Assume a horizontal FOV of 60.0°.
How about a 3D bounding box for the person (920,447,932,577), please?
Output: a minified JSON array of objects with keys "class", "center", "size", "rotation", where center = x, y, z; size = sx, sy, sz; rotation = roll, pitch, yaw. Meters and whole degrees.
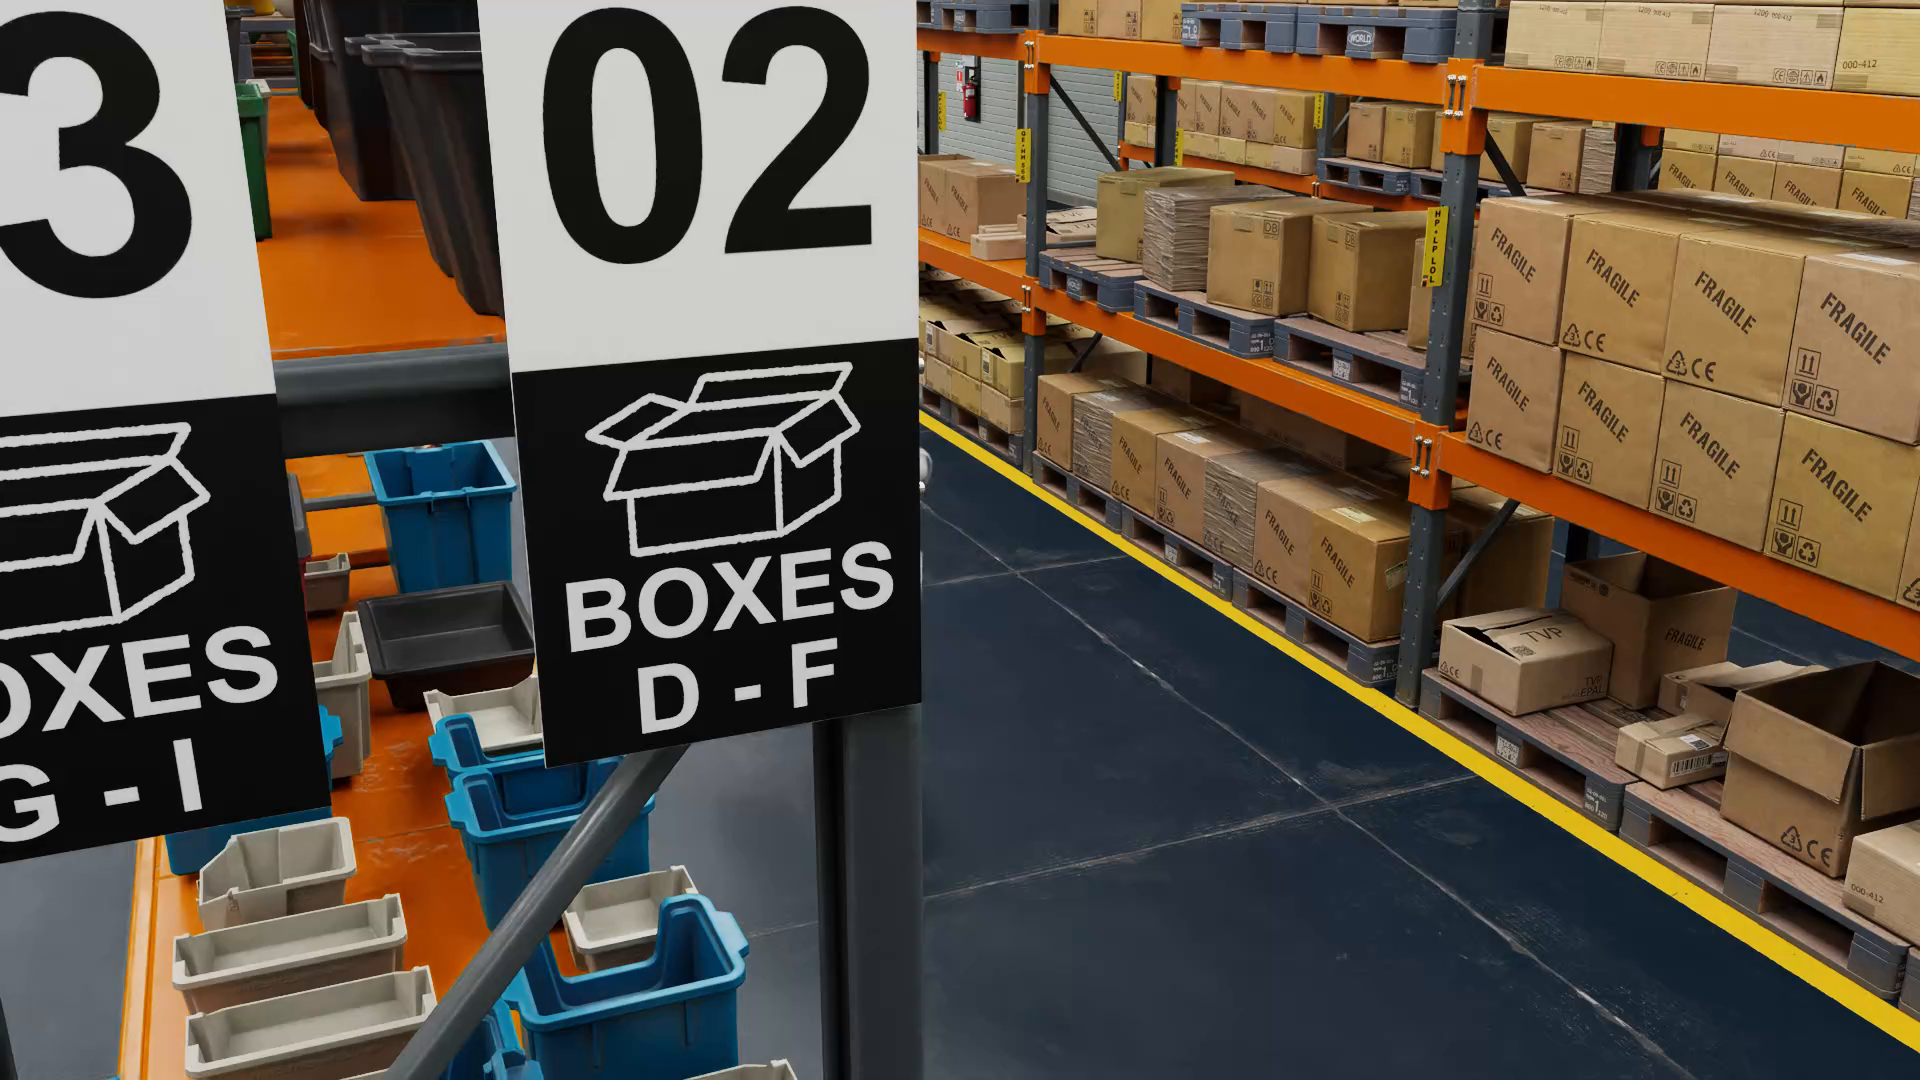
[{"class":"person","center":[-0.430,0.169,6.535],"size":[0.586,1.760,0.503],"rotation":[-7,20,-21]}]
